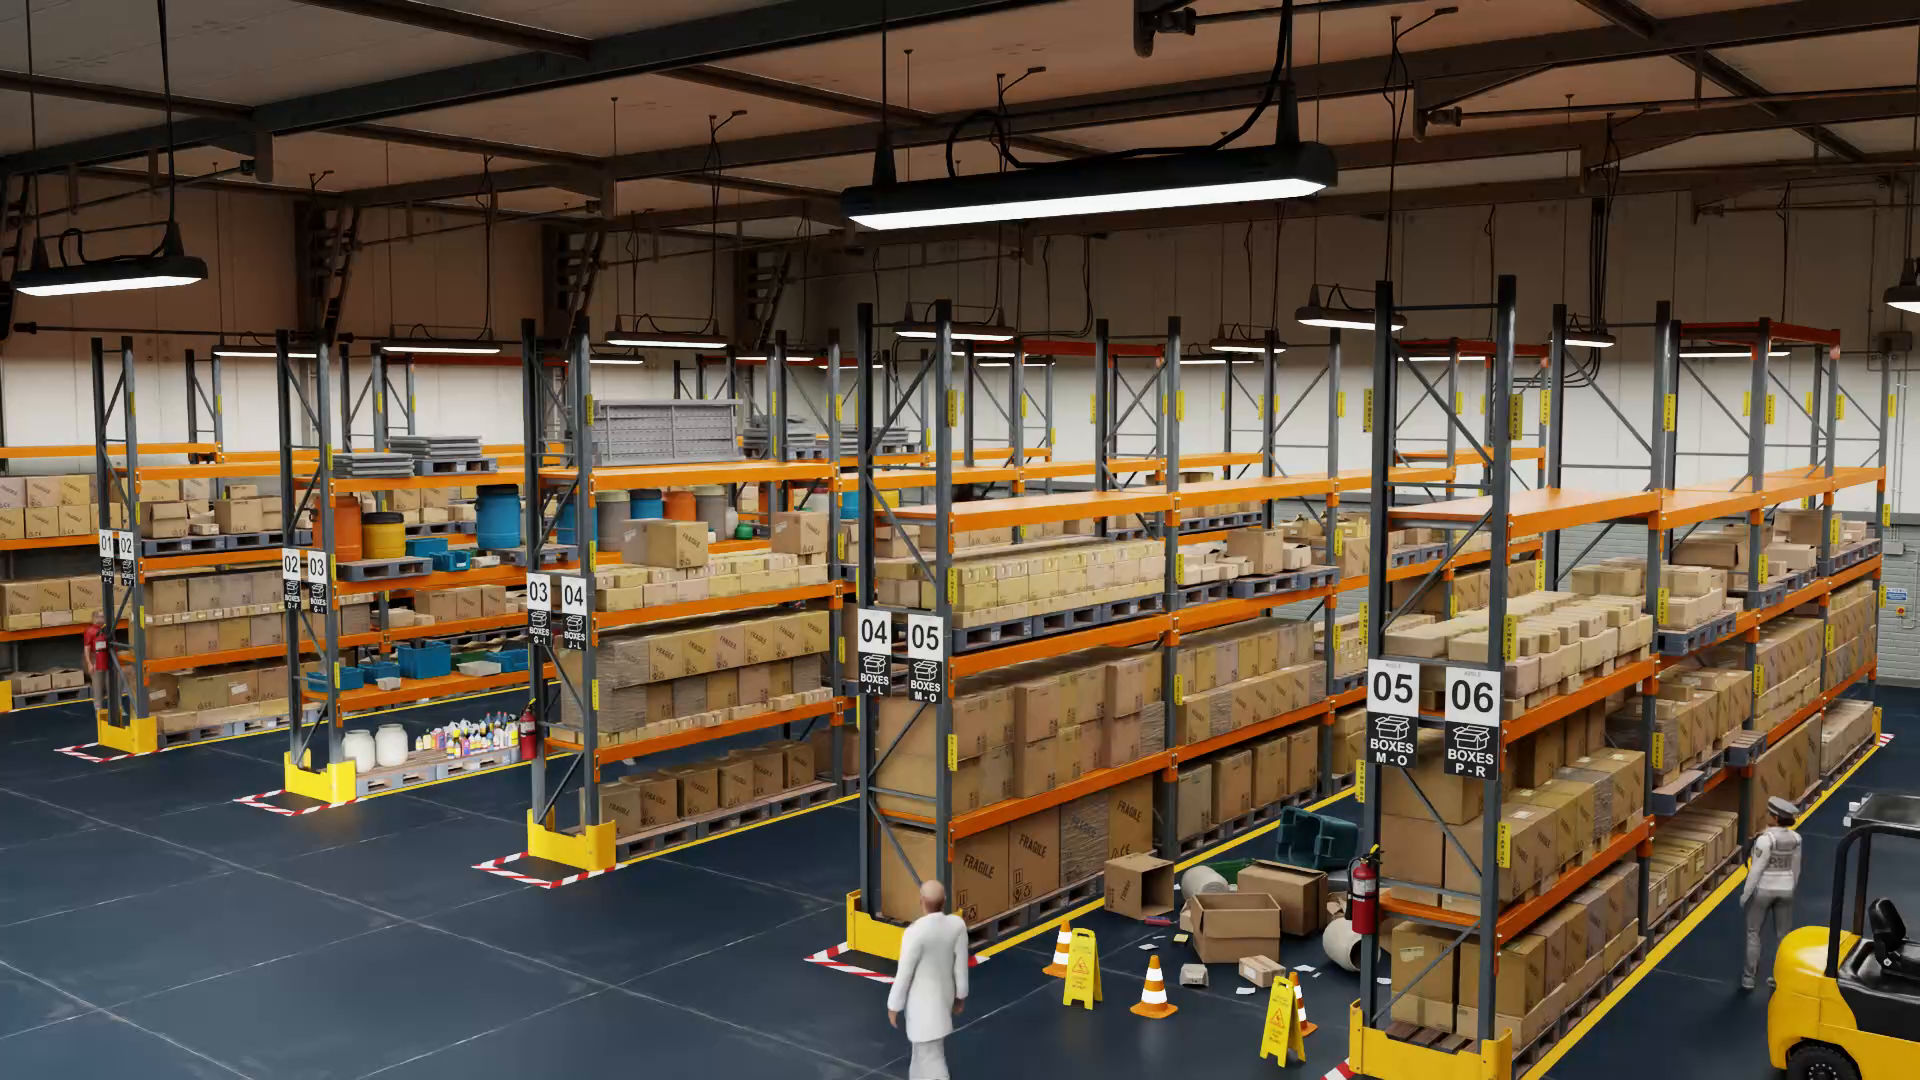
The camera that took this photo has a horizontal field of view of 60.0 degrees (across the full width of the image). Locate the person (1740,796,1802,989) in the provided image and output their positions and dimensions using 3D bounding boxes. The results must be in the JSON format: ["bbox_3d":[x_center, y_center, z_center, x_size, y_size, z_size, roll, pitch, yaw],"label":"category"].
[{"bbox_3d":[7.063,3.082,14.478,0.522,1.703,0.350,0,5,0],"label":"person"}]

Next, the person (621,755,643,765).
[{"bbox_3d":[-4.664,2.253,23.529,0.537,1.757,0.618,4,6,39],"label":"person"}]

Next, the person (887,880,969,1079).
[{"bbox_3d":[-0.296,3.256,11.778,0.698,1.773,0.595,3,6,28],"label":"person"}]

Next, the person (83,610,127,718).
[{"bbox_3d":[-13.758,2.007,26.741,0.451,1.774,0.618,4,7,42],"label":"person"}]
